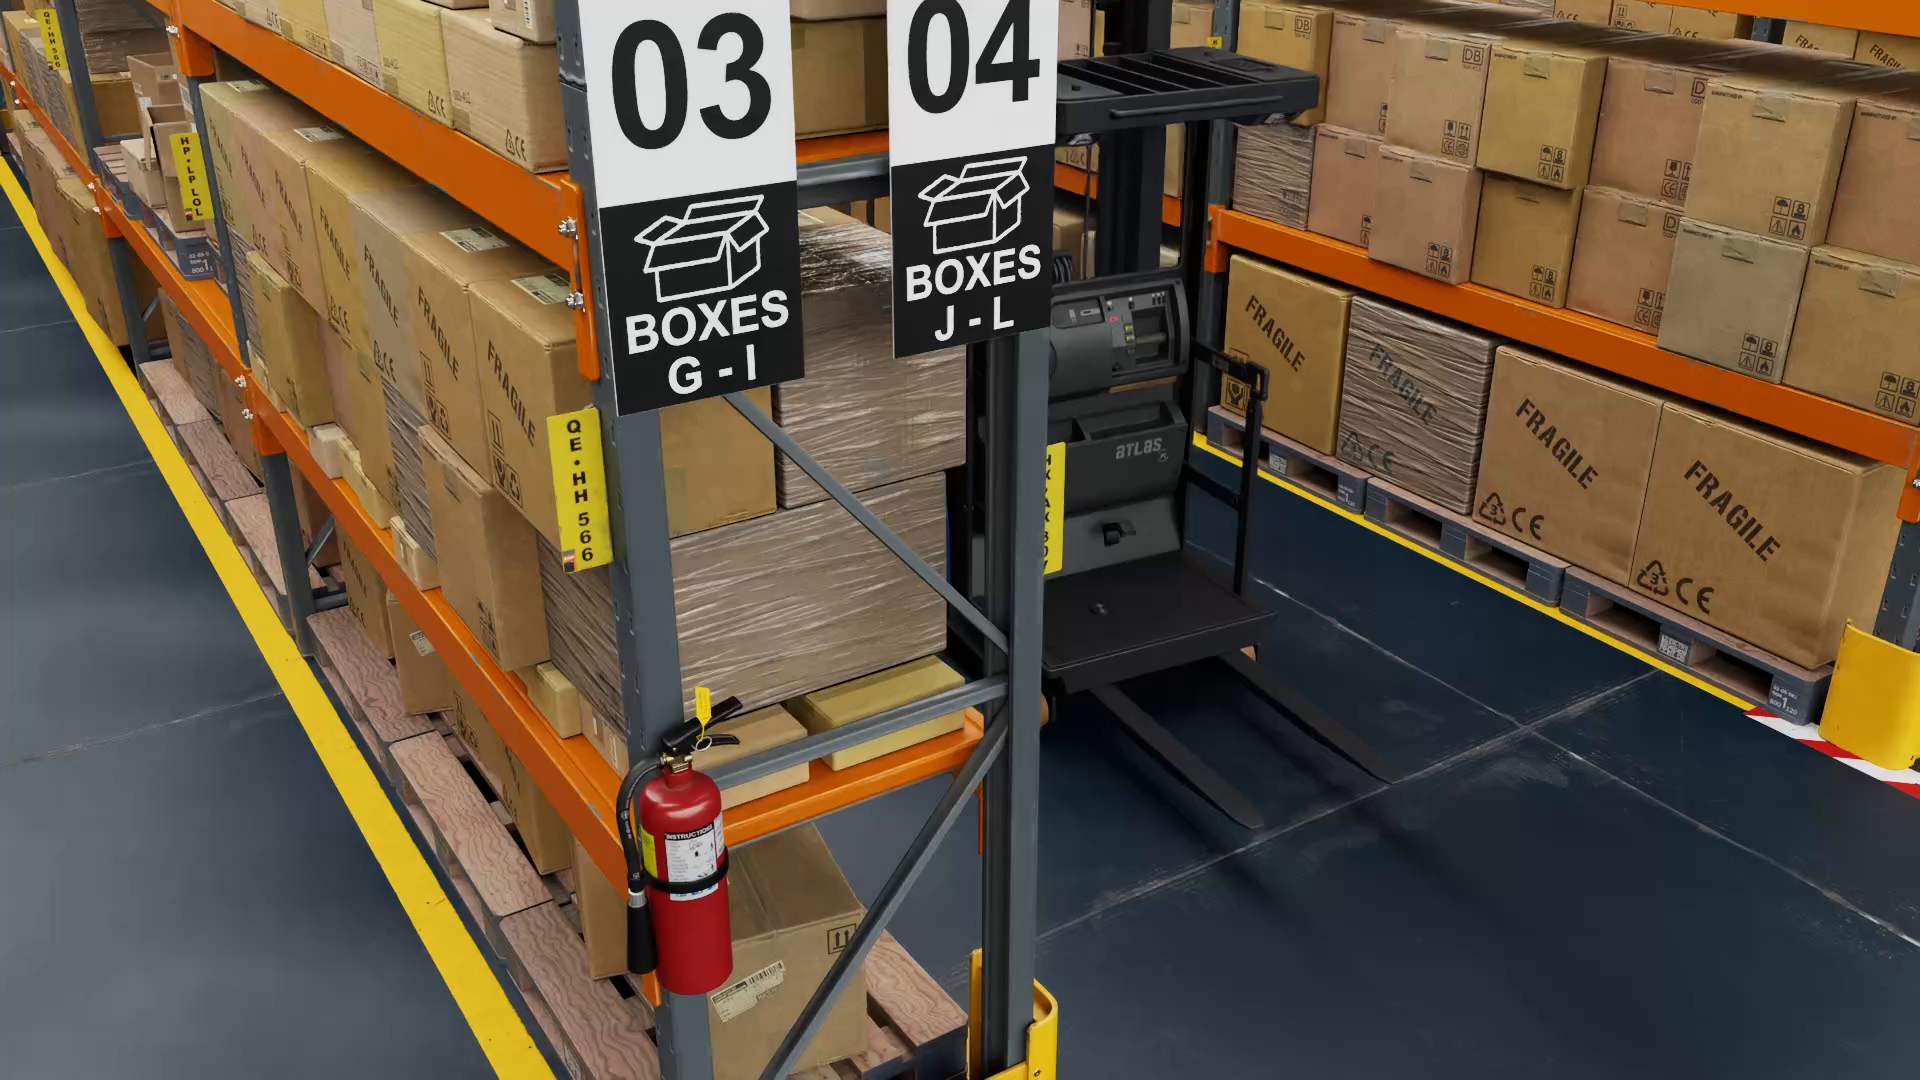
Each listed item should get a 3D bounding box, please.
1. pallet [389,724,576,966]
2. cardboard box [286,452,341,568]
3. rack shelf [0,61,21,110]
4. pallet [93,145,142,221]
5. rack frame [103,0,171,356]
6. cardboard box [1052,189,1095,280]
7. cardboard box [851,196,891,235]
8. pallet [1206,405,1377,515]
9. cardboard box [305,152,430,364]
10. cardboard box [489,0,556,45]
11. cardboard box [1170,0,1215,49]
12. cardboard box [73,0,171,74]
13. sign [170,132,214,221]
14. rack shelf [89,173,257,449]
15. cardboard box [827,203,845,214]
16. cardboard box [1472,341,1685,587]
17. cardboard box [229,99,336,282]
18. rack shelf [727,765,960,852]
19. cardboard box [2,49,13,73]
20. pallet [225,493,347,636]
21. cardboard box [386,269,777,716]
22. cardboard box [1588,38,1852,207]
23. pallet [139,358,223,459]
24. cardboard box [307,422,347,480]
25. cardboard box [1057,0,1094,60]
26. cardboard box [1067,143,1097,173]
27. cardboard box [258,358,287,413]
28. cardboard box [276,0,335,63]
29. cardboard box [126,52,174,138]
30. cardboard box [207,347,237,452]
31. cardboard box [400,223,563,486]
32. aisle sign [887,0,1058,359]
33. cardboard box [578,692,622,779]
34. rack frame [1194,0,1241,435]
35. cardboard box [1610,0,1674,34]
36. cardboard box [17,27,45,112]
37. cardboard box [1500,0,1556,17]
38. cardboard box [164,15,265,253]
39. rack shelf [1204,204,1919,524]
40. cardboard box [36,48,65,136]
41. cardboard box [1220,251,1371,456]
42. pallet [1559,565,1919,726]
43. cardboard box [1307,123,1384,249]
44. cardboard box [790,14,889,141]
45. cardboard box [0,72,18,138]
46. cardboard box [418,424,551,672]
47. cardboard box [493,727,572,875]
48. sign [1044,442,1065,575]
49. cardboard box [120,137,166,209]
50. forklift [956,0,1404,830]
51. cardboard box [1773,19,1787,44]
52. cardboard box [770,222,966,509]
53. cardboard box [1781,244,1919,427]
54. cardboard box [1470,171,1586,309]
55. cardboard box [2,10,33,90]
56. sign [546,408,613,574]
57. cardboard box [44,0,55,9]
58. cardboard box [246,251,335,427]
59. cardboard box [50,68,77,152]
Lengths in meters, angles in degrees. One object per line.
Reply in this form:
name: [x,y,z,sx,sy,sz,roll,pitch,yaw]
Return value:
pallet: [-1.373,0.951,5.989,1.003,0.211,1.213,-16,29,-30]
cardboard box: [-2.756,-0.272,7.726,0.700,0.500,0.500,-18,31,-33]
rack shelf: [-7.898,-4.230,14.540,1.077,0.370,4.000,-16,29,-30]
pallet: [-4.145,-2.093,9.394,1.213,0.211,1.003,-16,29,-30]
rack frame: [-4.620,-2.411,9.842,0.949,2.616,0.053,-16,29,-30]
cardboard box: [0.834,-1.818,10.731,1.050,0.750,0.750,-16,29,-30]
cardboard box: [-0.155,-2.463,12.098,1.050,0.750,0.750,-16,30,-30]
pallet: [2.121,-0.548,9.163,1.003,0.211,1.213,-16,29,-30]
cardboard box: [-1.578,-0.857,4.915,0.500,0.500,0.500,-16,29,-30]
cardboard box: [-0.669,-1.044,3.142,0.380,0.149,0.250,-16,29,-30]
cardboard box: [1.496,-2.772,9.321,0.700,0.500,0.500,-16,30,-30]
cardboard box: [-5.008,-3.174,10.167,0.797,0.503,0.637,-14,29,-28]
sign: [-2.902,-1.372,6.286,0.100,0.325,0.005,-16,29,-30]
rack shelf: [-3.531,-1.369,8.479,1.077,0.370,4.000,-16,29,-30]
cardboard box: [-0.990,-2.763,13.026,0.500,0.500,0.500,-16,29,-30]
cardboard box: [3.048,-0.439,7.662,0.875,0.875,0.875,-16,30,-30]
cardboard box: [-2.132,-1.212,5.667,0.500,0.500,0.500,-16,29,-30]
rack shelf: [-1.347,-0.003,5.418,0.831,0.071,3.687,-16,29,-30]
cardboard box: [-7.247,-3.760,12.994,0.380,0.149,0.250,-15,29,-29]
pallet: [-2.865,0.004,7.995,1.003,0.211,1.213,-16,29,-30]
cardboard box: [-1.309,0.009,5.117,1.144,2.239,2.984,-6,26,-13]
cardboard box: [3.216,-1.773,7.052,0.875,0.550,0.550,-16,29,-30]
pallet: [-4.197,-0.869,9.843,1.003,0.211,1.213,-16,29,-30]
cardboard box: [-2.042,-0.357,5.786,0.380,0.149,0.250,-16,29,-30]
cardboard box: [0.938,-3.137,10.092,0.700,0.500,0.500,-15,29,-29]
cardboard box: [0.987,-2.449,9.807,0.500,0.500,0.500,-16,30,-30]
cardboard box: [-2.448,-0.626,6.357,0.380,0.149,0.250,-16,29,-30]
cardboard box: [-1.558,-1.492,4.559,0.500,0.250,0.500,-16,30,-30]
cardboard box: [-4.295,-2.461,9.340,0.500,0.500,0.500,-20,32,-36]
cardboard box: [-3.612,-0.847,8.943,0.700,0.500,0.500,-13,28,-25]
cardboard box: [-1.041,-0.497,4.152,0.500,0.500,0.500,-16,29,-30]
aisle sign: [0.030,-0.772,3.326,0.394,0.787,0.004,-16,29,-30]
cardboard box: [-0.720,0.422,4.137,0.380,0.149,0.250,-16,29,-30]
rack frame: [1.772,-2.099,9.182,1.000,3.000,0.127,-16,29,-30]
cardboard box: [5.148,-3.947,12.140,0.500,0.500,0.500,-15,29,-29]
cardboard box: [-6.217,-3.304,11.618,0.500,0.500,0.500,-16,30,-31]
cardboard box: [4.584,-4.320,12.930,0.500,0.500,0.500,-17,30,-31]
cardboard box: [-2.756,-1.757,7.264,1.000,1.000,1.000,-15,29,-29]
rack shelf: [2.863,-1.058,7.820,1.077,0.370,4.000,-16,29,-30]
cardboard box: [-5.653,-2.938,10.844,0.500,0.500,0.500,-17,30,-31]
cardboard box: [2.056,-1.087,9.035,0.875,0.875,0.875,-15,29,-29]
pallet: [3.453,0.325,7.314,1.003,0.211,1.213,-16,29,-30]
cardboard box: [2.302,-1.846,8.471,0.875,0.550,0.550,-16,29,-30]
cardboard box: [-0.302,-1.070,3.664,0.500,0.250,0.500,-15,29,-28]
cardboard box: [-8.574,-4.290,15.821,0.875,0.875,0.875,-16,29,-30]
cardboard box: [-0.906,-0.082,4.445,0.875,0.500,0.500,-16,29,-30]
cardboard box: [-1.263,0.731,5.625,0.500,0.500,0.500,-13,28,-25]
sign: [0.199,-0.066,3.863,0.100,0.325,0.005,-16,29,-30]
cardboard box: [-3.901,-1.879,8.400,0.500,0.250,0.500,-16,30,-31]
forklift: [0.602,-0.783,6.476,1.121,2.935,3.031,-12,28,-24]
cardboard box: [5.848,-3.893,12.025,0.500,0.500,0.500,-15,29,-28]
cardboard box: [-0.328,-0.440,4.032,0.500,0.500,0.500,-16,29,-30]
cardboard box: [3.715,-0.858,6.378,0.875,0.550,0.550,-16,29,-30]
cardboard box: [2.872,-1.459,7.652,0.875,0.550,0.500,-16,29,-30]
cardboard box: [-6.765,-3.663,12.378,0.500,0.500,0.500,-15,29,-29]
sign: [-0.732,-0.093,3.206,0.100,0.325,0.005,-16,29,-30]
cardboard box: [-5.733,-3.646,11.167,0.797,0.503,0.637,-14,29,-28]
cardboard box: [-2.002,-0.796,5.958,0.875,0.500,0.500,-16,29,-30]
cardboard box: [-5.158,-2.815,10.582,1.016,0.500,0.509,-16,30,-31]
